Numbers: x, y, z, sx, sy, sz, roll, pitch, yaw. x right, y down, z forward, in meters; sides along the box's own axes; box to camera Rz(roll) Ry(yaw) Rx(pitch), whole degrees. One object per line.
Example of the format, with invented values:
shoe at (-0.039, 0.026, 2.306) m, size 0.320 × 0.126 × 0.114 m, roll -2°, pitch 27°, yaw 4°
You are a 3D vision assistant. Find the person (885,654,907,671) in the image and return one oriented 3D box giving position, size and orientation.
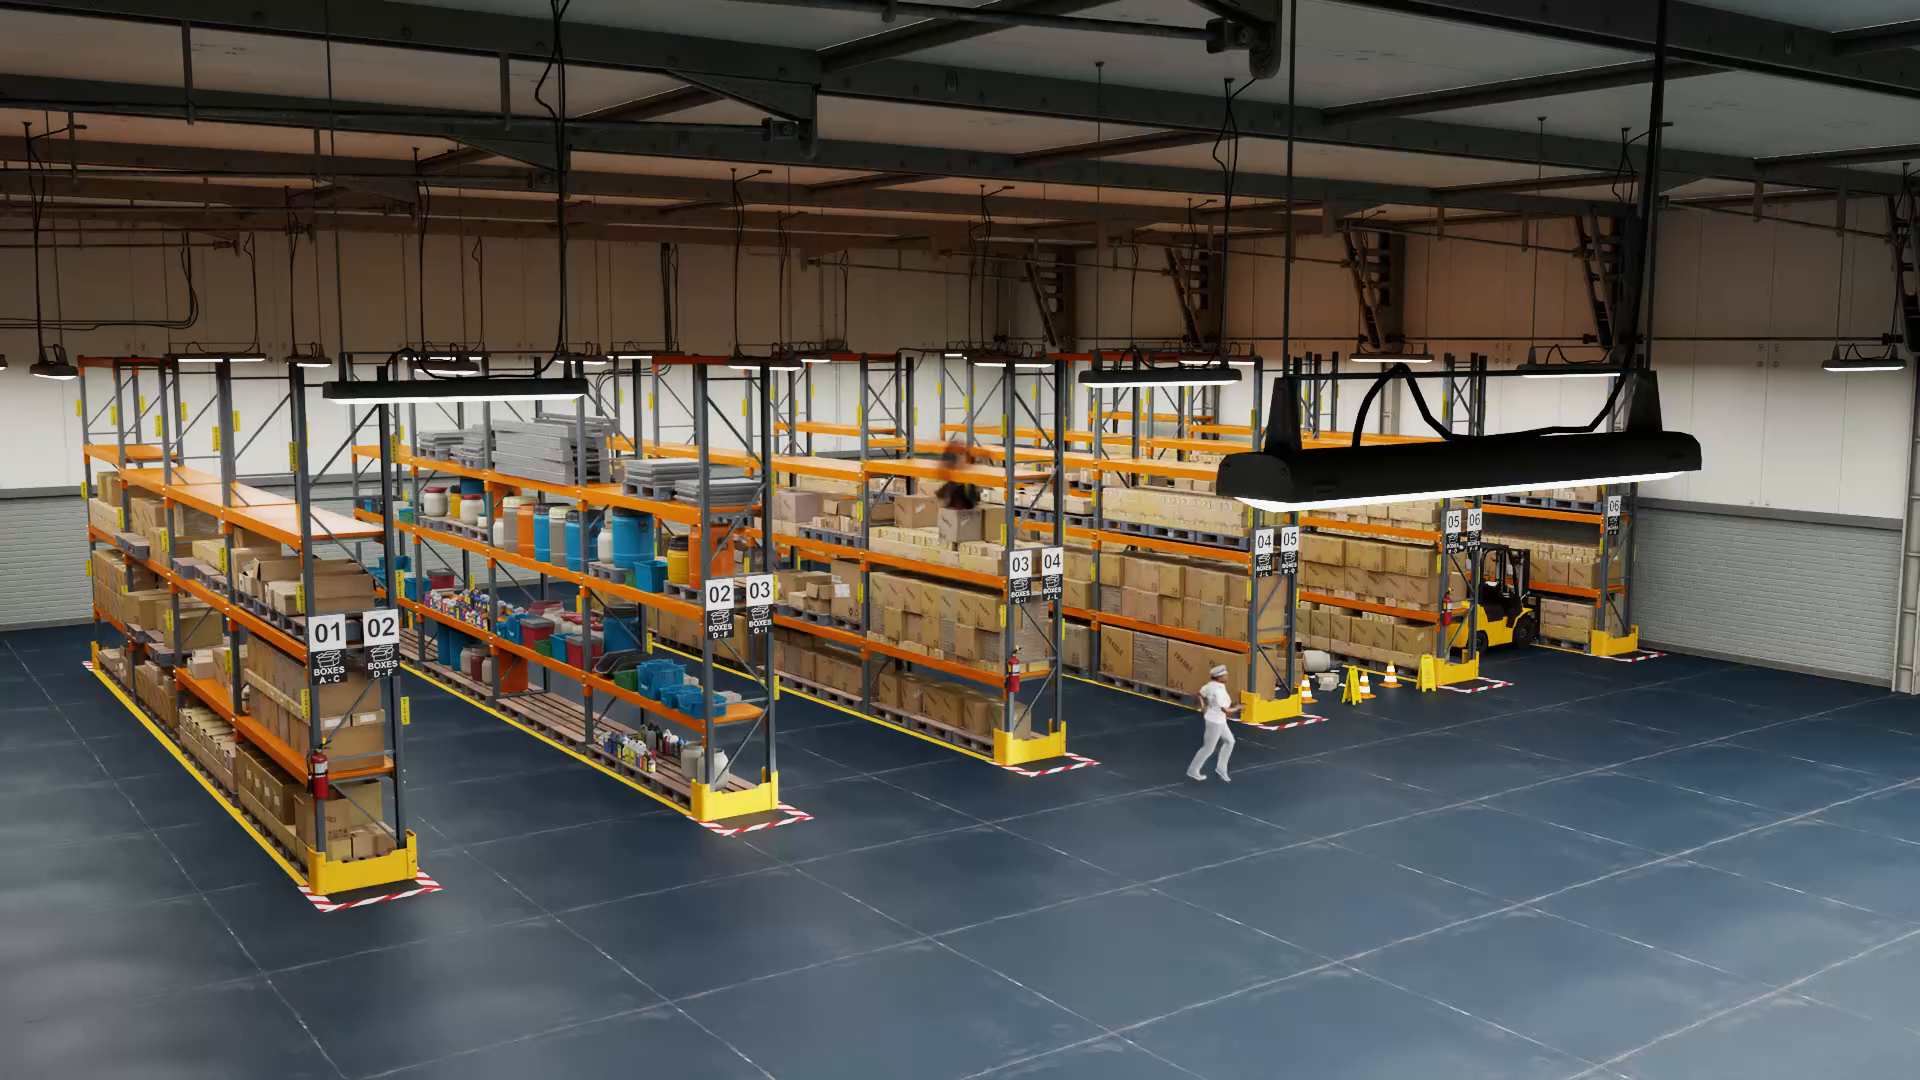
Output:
person at (-1.248, 1.632, 31.560) m, size 0.732 × 1.757 × 0.834 m, roll -6°, pitch 9°, yaw -39°

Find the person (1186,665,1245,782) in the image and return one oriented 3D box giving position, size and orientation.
person at (3.647, 2.633, 23.702) m, size 0.825 × 1.744 × 0.531 m, roll 0°, pitch 7°, yaw 2°

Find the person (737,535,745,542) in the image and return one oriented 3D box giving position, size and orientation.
person at (-5.480, 0.549, 41.210) m, size 0.687 × 1.584 × 0.533 m, roll 5°, pitch 9°, yaw 36°
